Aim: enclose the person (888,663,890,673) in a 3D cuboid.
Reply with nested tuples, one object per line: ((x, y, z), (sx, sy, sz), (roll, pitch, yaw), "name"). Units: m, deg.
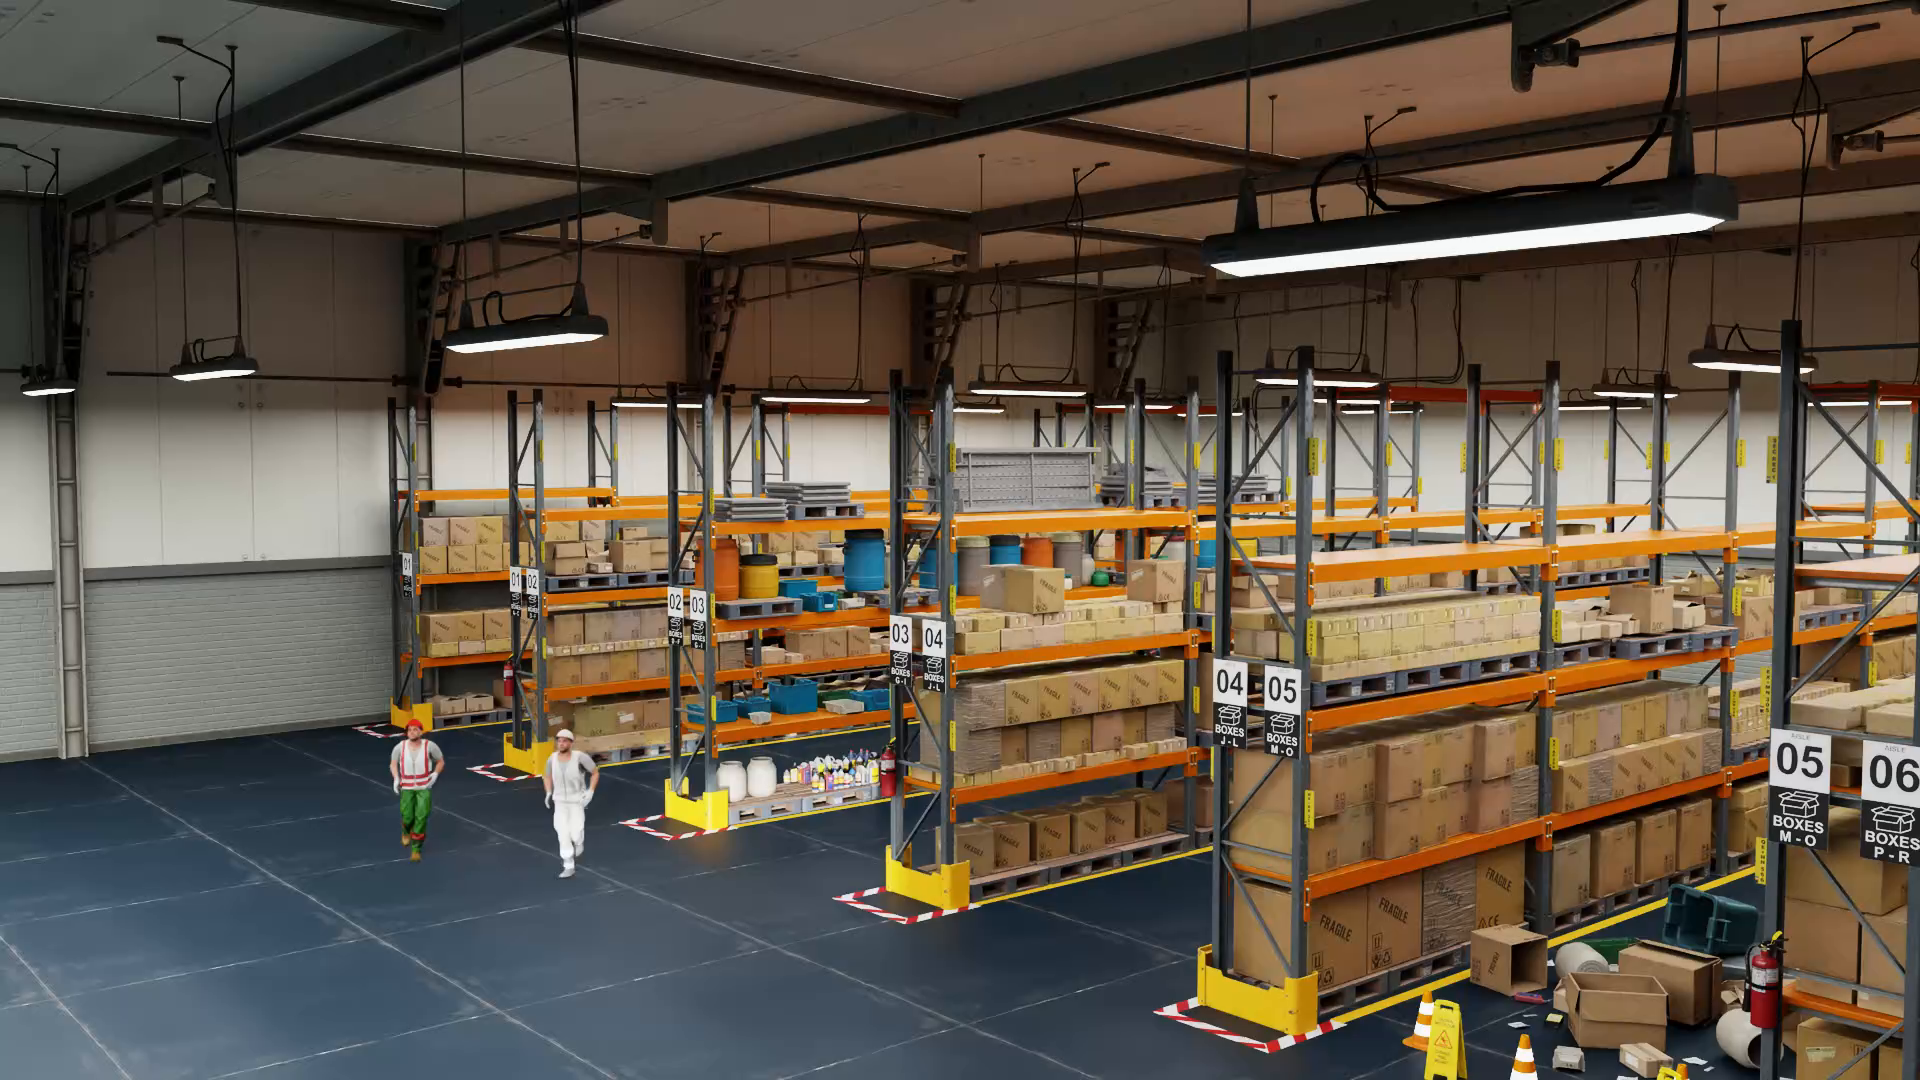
((-1.233, 2.315, 34.476), (0.657, 1.672, 0.582), (2, 4, 36), "person")

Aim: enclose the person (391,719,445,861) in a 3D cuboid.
((-6.751, 3.088, 20.705), (0.650, 1.755, 0.647), (-1, 3, -13), "person")

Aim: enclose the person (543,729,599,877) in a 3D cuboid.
((-4.661, 3.127, 19.953), (0.665, 1.763, 0.665), (0, 3, 3), "person")
